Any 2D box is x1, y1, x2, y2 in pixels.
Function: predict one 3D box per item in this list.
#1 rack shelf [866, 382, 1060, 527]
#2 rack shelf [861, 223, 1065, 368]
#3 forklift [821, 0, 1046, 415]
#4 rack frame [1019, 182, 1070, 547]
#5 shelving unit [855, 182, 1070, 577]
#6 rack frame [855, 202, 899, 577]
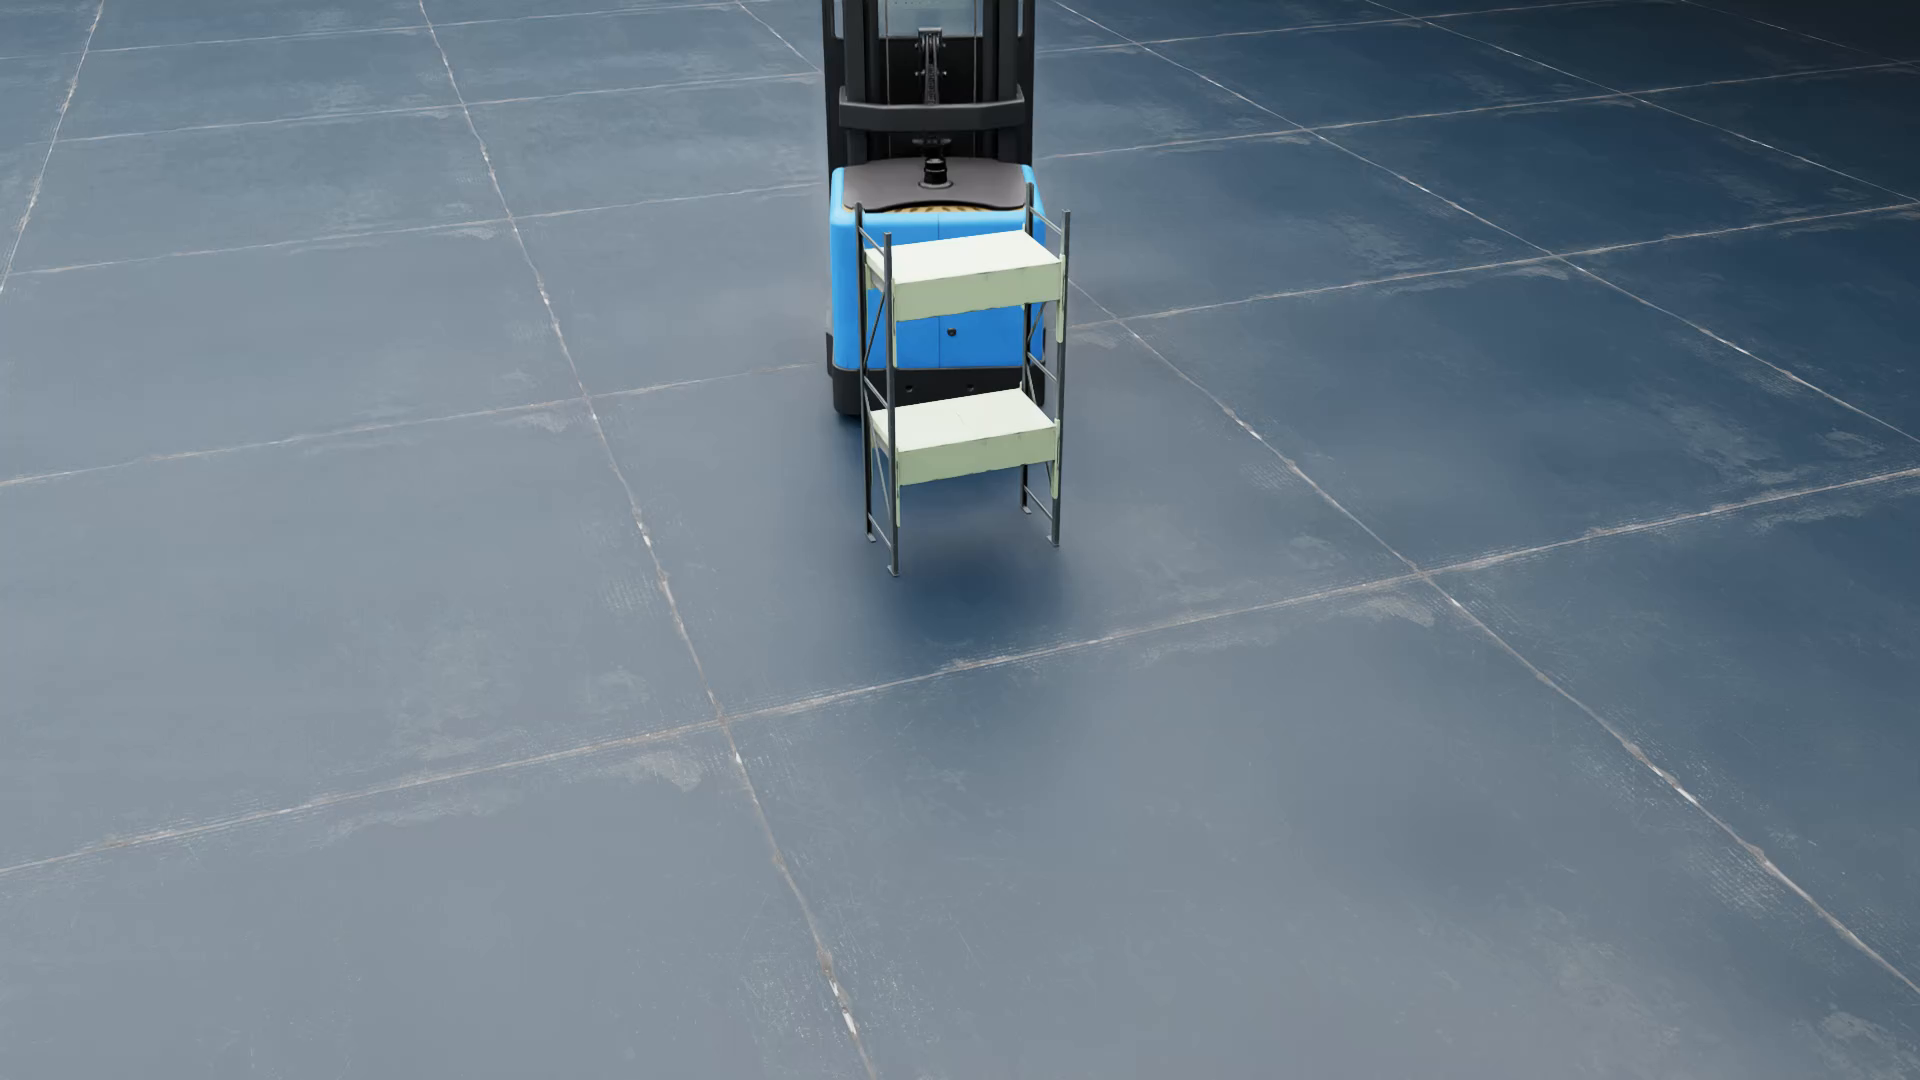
[{"bbox_3d":[0.006,-0.370,7.042,0.720,0.370,0.431,-10,31,-18],"label":"rack shelf"},{"bbox_3d":[0.006,-0.992,6.688,0.720,0.370,0.431,-10,31,-18],"label":"rack shelf"},{"bbox_3d":[-0.173,-2.585,8.827,1.130,2.935,3.031,-1,30,-2],"label":"forklift"},{"bbox_3d":[0.349,-0.716,6.992,0.023,1.500,0.400,-10,31,-18],"label":"rack frame"},{"bbox_3d":[0.006,-0.653,6.881,0.755,1.500,0.431,-10,31,-18],"label":"shelving unit"},{"bbox_3d":[-0.337,-0.590,6.770,0.023,1.500,0.400,-10,31,-18],"label":"rack frame"}]
